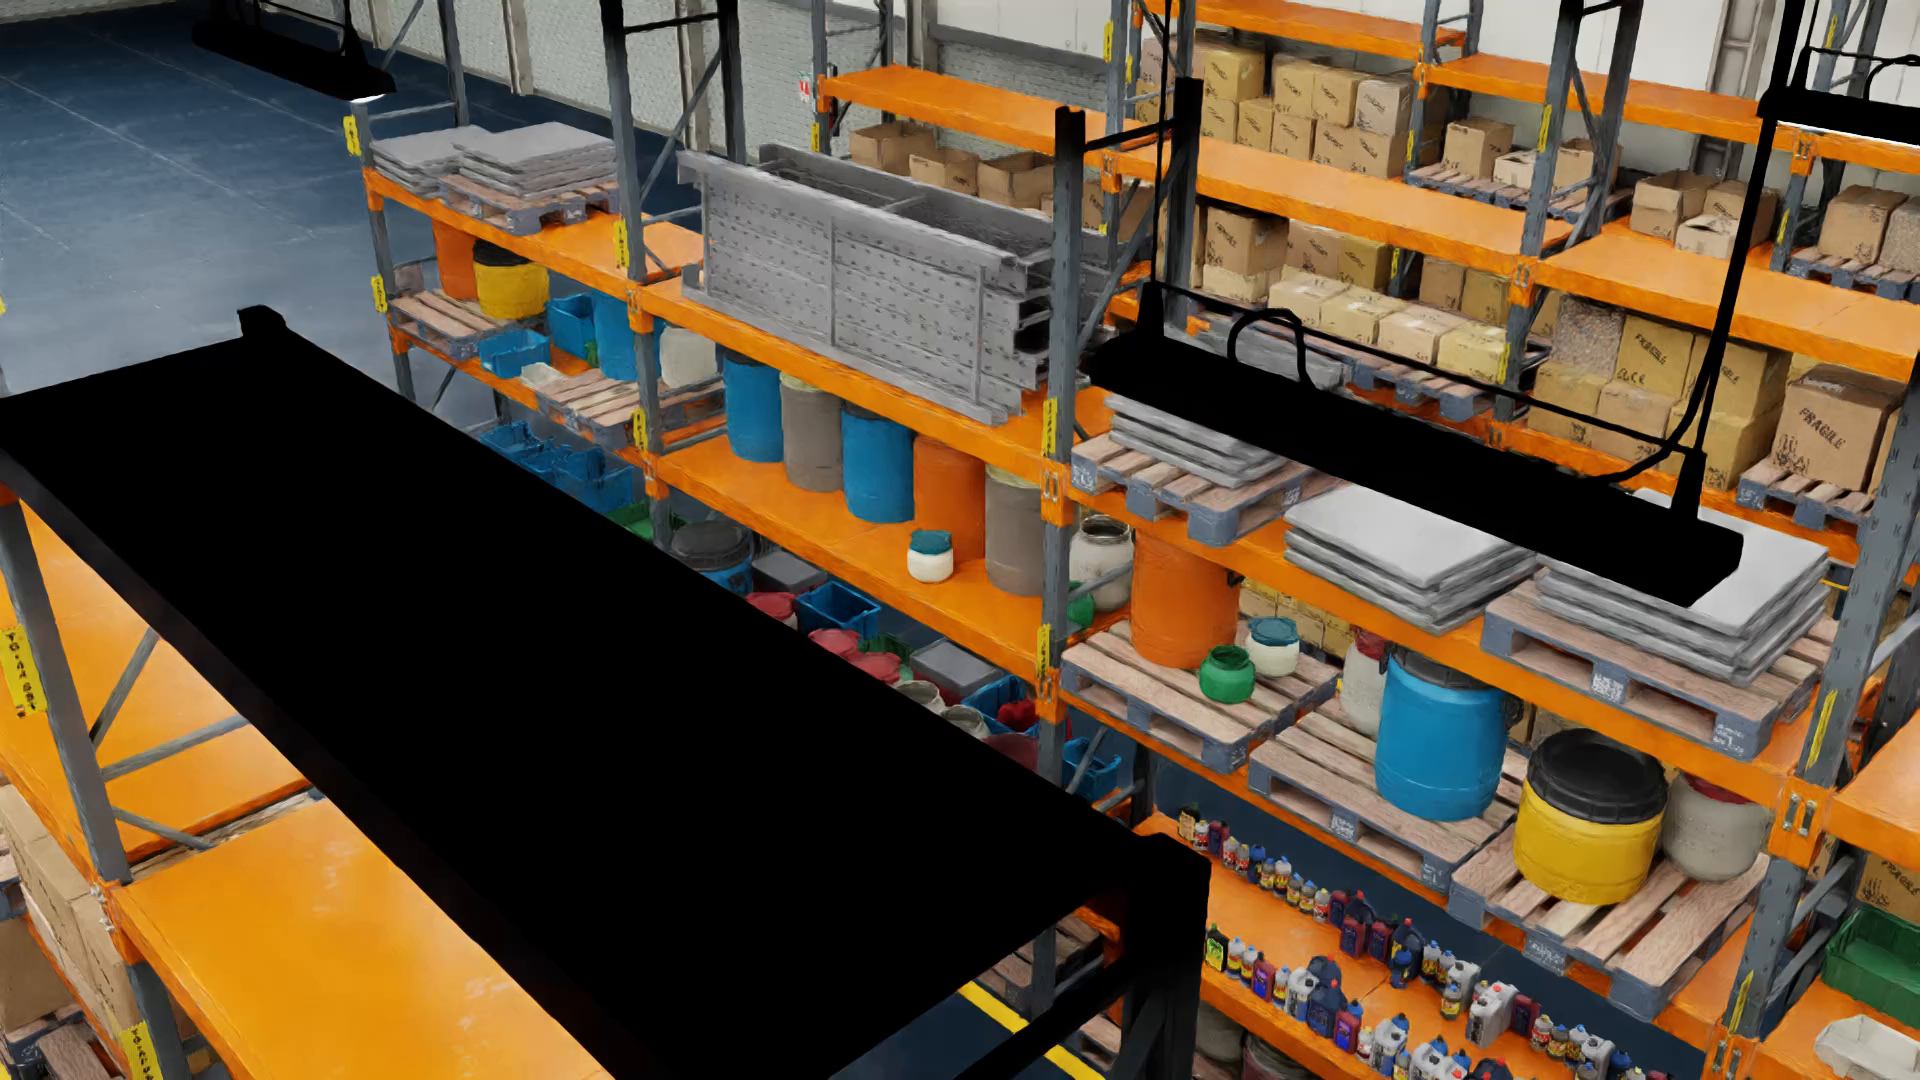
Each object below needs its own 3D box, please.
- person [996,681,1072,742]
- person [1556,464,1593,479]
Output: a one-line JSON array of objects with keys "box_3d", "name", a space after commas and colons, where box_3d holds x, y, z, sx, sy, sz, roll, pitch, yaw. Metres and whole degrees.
[{"box_3d": [0.472, 1.631, 11.599, 0.596, 1.712, 0.454, 0, 28, 1], "name": "person"}, {"box_3d": [6.131, -0.822, 16.676, 0.999, 1.598, 0.490, 20, 34, 33], "name": "person"}]
